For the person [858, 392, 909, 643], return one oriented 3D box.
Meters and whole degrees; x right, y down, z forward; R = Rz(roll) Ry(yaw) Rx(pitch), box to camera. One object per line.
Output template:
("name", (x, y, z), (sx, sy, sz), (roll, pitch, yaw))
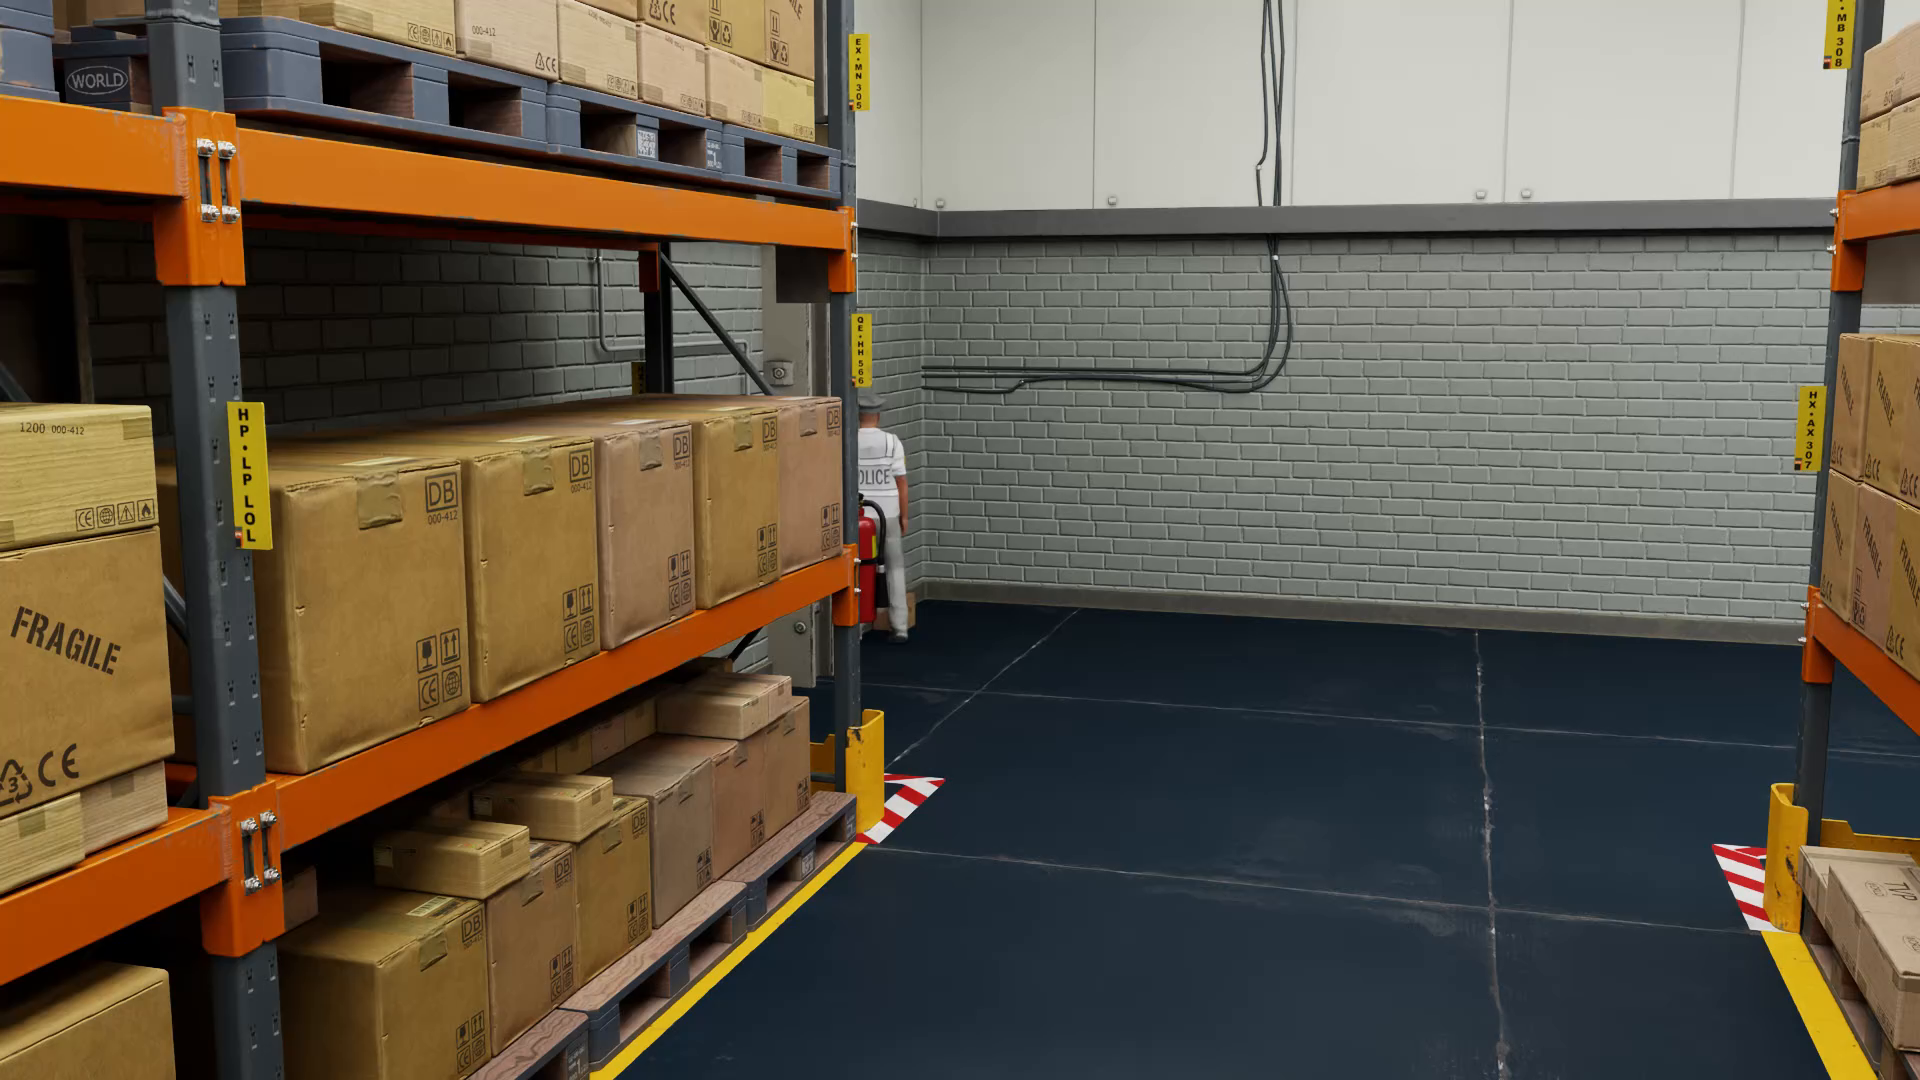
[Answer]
("person", (-0.649, -0.129, 11.823), (0.564, 1.833, 0.445), (0, 8, -3))
